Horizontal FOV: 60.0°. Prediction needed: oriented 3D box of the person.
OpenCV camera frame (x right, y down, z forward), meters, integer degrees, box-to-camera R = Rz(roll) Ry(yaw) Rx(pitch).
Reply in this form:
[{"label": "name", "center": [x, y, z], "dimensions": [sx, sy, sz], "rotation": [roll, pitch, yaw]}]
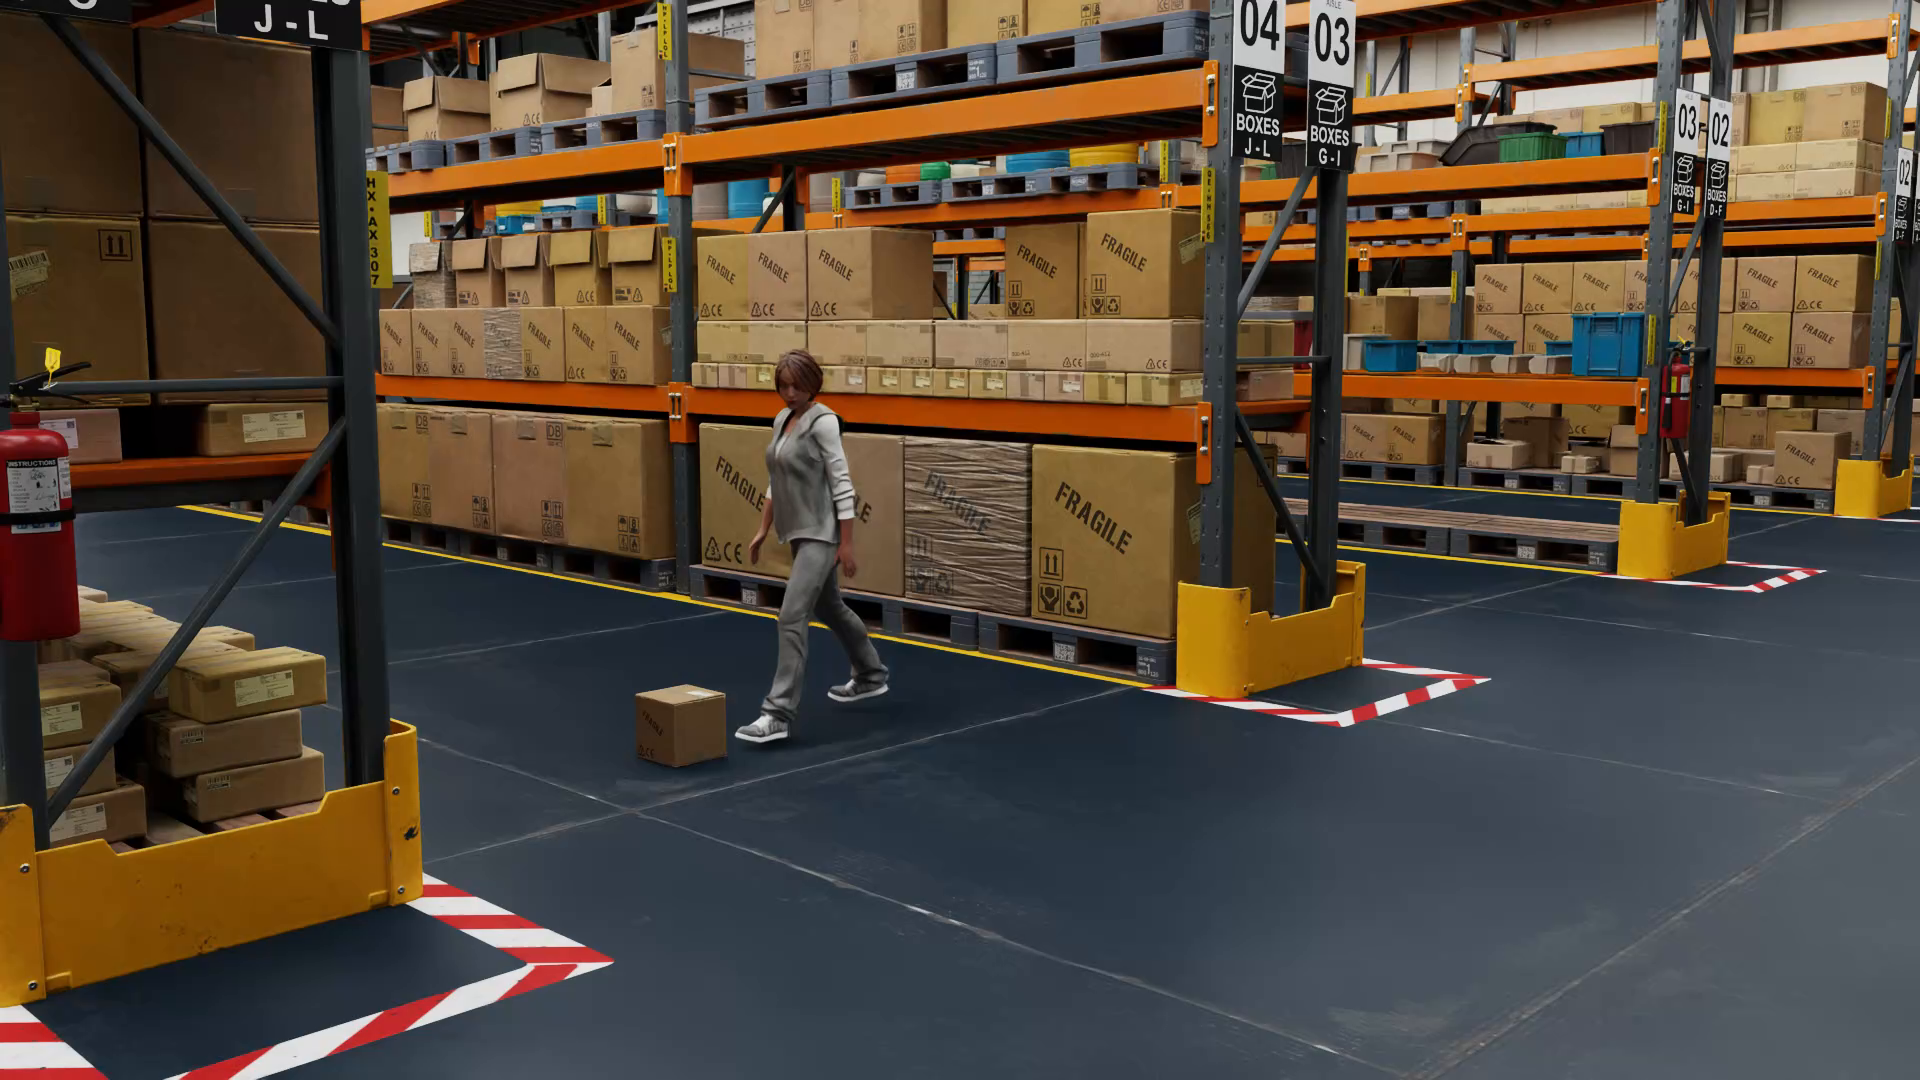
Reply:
[{"label": "person", "center": [-0.642, 0.111, 6.871], "dimensions": [0.849, 1.312, 0.554], "rotation": [-4, 8, -29]}]
